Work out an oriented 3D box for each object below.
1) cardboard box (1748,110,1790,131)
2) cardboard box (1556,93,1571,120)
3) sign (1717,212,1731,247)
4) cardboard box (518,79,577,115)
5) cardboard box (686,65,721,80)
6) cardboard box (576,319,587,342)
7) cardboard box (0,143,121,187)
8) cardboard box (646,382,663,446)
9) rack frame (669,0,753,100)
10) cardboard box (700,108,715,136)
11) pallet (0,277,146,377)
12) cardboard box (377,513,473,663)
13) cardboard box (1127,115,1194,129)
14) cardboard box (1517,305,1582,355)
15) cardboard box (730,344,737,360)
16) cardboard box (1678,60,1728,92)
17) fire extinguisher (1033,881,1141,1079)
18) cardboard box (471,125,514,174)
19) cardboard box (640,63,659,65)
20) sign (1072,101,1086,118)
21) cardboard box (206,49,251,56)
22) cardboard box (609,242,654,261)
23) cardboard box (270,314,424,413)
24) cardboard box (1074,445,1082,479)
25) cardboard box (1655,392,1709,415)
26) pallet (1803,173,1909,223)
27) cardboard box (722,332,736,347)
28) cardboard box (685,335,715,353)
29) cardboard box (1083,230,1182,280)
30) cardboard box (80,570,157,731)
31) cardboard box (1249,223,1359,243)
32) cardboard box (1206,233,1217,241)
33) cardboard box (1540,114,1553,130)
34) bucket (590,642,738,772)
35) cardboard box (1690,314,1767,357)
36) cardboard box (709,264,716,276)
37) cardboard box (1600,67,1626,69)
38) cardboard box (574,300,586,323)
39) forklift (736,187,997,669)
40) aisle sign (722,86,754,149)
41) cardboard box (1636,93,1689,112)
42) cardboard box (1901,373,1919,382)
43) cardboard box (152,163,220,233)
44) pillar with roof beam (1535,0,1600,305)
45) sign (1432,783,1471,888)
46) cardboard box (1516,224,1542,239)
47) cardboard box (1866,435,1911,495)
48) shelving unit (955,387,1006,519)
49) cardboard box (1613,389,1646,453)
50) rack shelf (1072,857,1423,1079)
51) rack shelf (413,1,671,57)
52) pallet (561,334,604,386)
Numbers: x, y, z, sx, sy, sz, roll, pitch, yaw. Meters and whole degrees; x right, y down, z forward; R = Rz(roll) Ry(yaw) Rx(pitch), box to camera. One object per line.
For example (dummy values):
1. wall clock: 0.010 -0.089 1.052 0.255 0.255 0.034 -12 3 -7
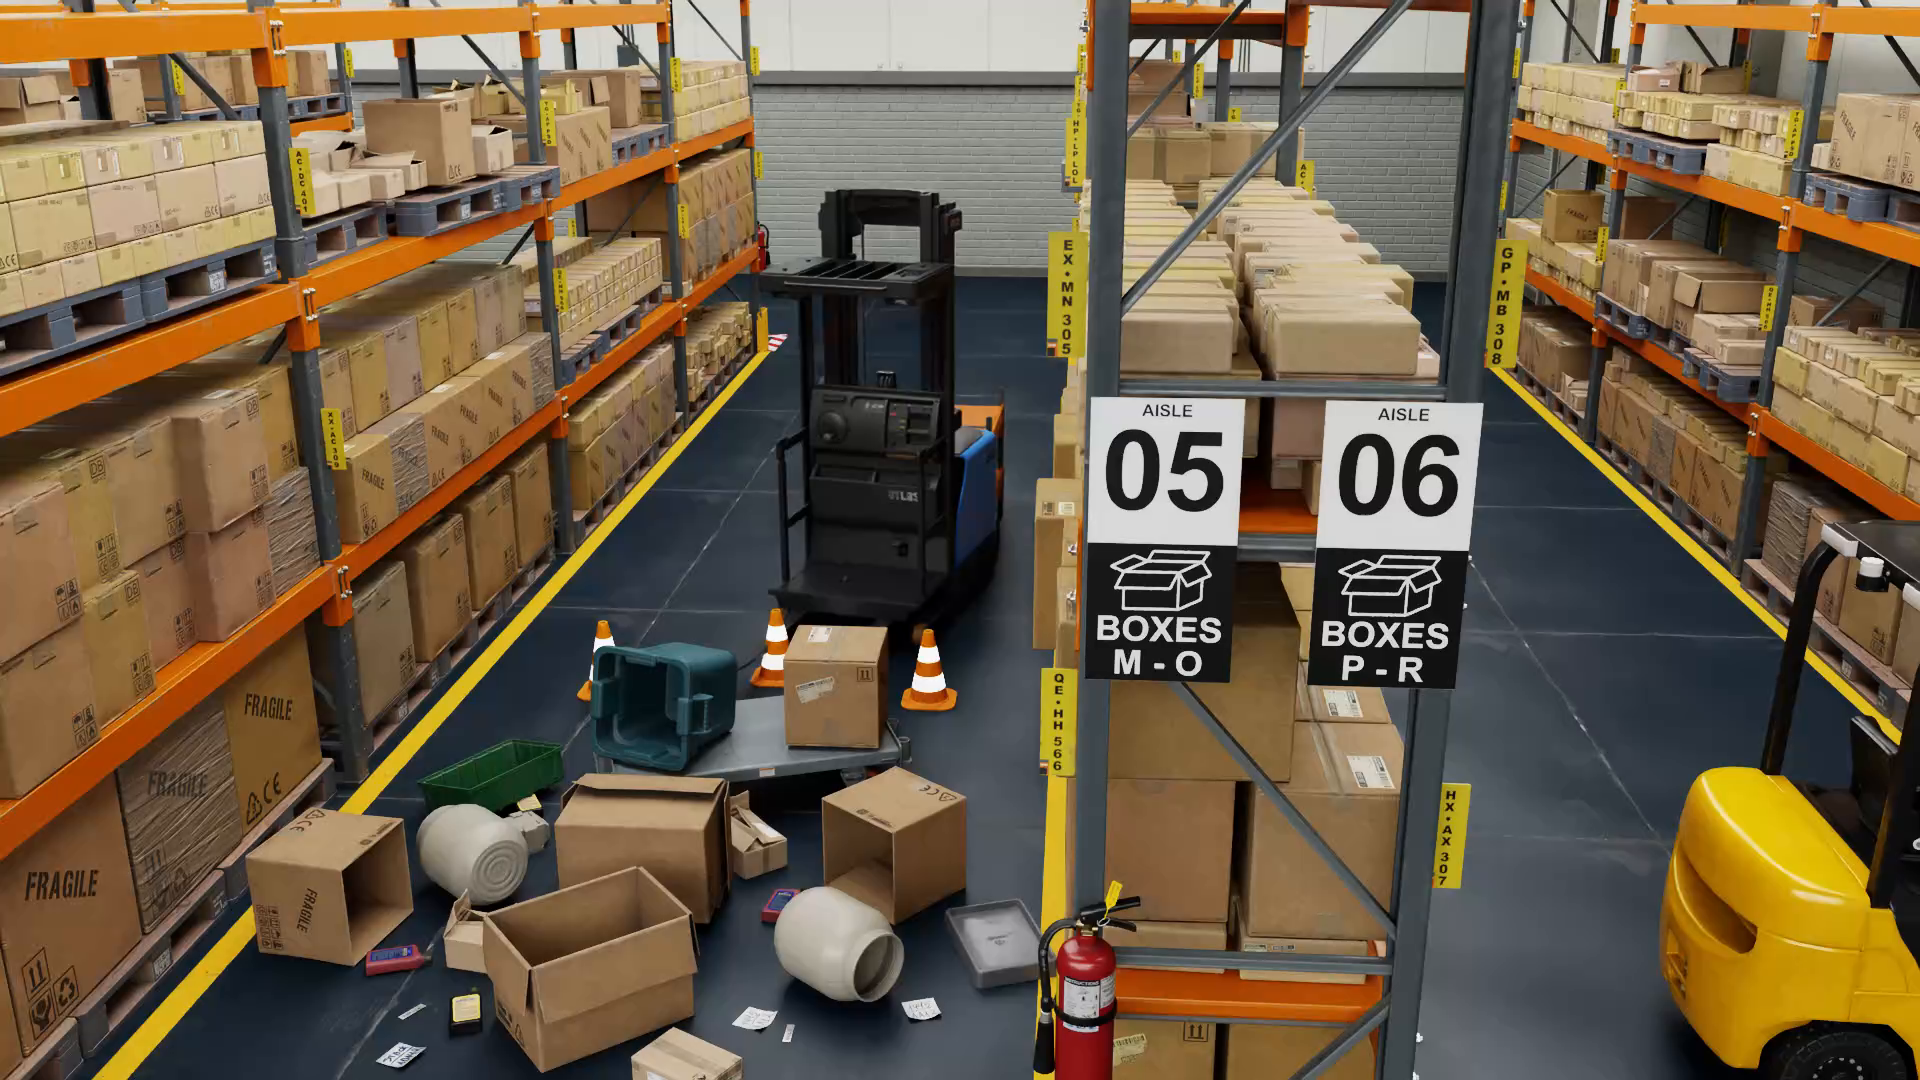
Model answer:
1. cardboard box: 6.236 -3.182 12.624 0.380 0.149 0.250 1 18 3
2. cardboard box: 6.544 -4.513 17.325 0.500 0.250 0.500 1 18 3
3. sign: 7.194 -2.924 15.671 0.100 0.325 0.005 1 18 4
4. cardboard box: -3.201 -3.448 12.921 0.396 0.266 0.258 1 18 4
5. cardboard box: -2.823 -5.091 18.122 0.380 0.149 0.250 2 18 5
6. cardboard box: -3.271 -1.713 13.564 0.380 0.149 0.250 2 18 7
7. cardboard box: -3.628 -1.509 6.681 0.380 0.149 0.250 1 18 3
8. cardboard box: -3.094 -1.191 15.580 0.500 0.500 0.500 1 18 3
9. rack frame: -2.969 -6.667 19.319 1.000 3.000 0.127 1 18 4
10. cardboard box: -2.875 -4.383 17.406 0.500 0.250 0.500 2 18 6
11. pallet: -3.988 -0.841 6.497 1.003 0.211 1.213 1 18 4
12. cardboard box: -3.801 0.286 10.672 1.050 0.750 0.750 1 18 4
13. cardboard box: 1.081 -2.302 9.577 0.500 0.250 0.500 2 18 5
14. cardboard box: 6.789 -2.453 19.427 0.797 0.503 0.637 1 18 2
15. cardboard box: -2.781 -2.173 19.142 0.380 0.149 0.250 0 18 1
16. cardboard box: 6.687 -4.180 14.971 0.396 0.266 0.258 1 18 3
17. fire extinguisher: 0.361 1.294 4.781 0.296 0.674 0.183 1 18 4
18. cardboard box: -3.318 -2.631 11.125 0.500 0.311 0.500 1 18 4
19. cardboard box: -3.366 -5.265 18.655 0.380 0.149 0.250 2 18 5
20. sign: 0.849 -2.976 11.914 0.100 0.325 0.005 1 18 4
21. cardboard box: -8.064 -5.408 18.092 0.500 0.250 0.500 1 18 2
22. cardboard box: -3.108 -2.724 15.694 0.380 0.149 0.250 1 18 2
23. cardboard box: -3.728 -1.083 10.145 0.700 0.500 0.500 1 18 4
24. cardboard box: 0.800 -0.065 6.560 0.700 0.500 0.500 1 18 4
25. cardboard box: 6.318 -1.193 14.544 0.380 0.149 0.250 2 18 6
26. pallet: 6.394 -2.266 11.007 1.213 0.211 1.003 2 18 6
27. cardboard box: -2.782 -2.310 19.081 0.380 0.149 0.250 2 18 5
28. cardboard box: -2.881 -2.127 18.044 0.380 0.149 0.250 2 18 5
29. cardboard box: 0.635 -1.042 6.090 0.380 0.149 0.250 2 18 5
30. cardboard box: -3.955 0.457 6.969 0.875 0.550 0.500 1 18 4
31. cardboard box: 1.295 -1.108 6.294 0.380 0.149 0.250 2 18 5
32. cardboard box: 1.317 -1.206 7.231 0.500 0.250 0.500 1 18 3
33. cardboard box: 6.512 -4.522 17.992 0.380 0.149 0.250 1 18 4
34. bucket: -1.539 0.838 8.866 0.726 0.611 0.620 8 10 23
35. cardboard box: 6.106 -1.606 13.074 0.500 0.250 0.500 0 18 1
36. cardboard box: -2.863 -2.945 17.998 0.380 0.149 0.250 2 18 6
37. cardboard box: 7.109 -4.895 17.686 0.500 0.250 0.500 1 18 4
38. cardboard box: -3.274 -1.866 13.552 0.380 0.149 0.250 1 18 2
39. forklift: -0.647 -0.809 11.185 1.130 2.935 3.031 6 19 17
40. aisle sign: -2.664 -5.068 19.897 0.394 0.787 0.004 1 18 4
41. cardboard box: 6.173 -3.835 14.582 0.380 0.149 0.250 1 18 3
42. cardboard box: 6.033 -0.922 10.218 0.380 0.149 0.250 1 18 4
43. cardboard box: -3.645 -1.516 7.344 0.500 0.250 0.500 1 18 4
44. pillar with roof beam: 3.725 -7.392 21.530 9.100 9.000 0.400 1 18 4
45. sign: 1.370 0.833 4.674 0.100 0.325 0.005 1 18 4
46. cardboard box: 6.590 -3.406 18.764 0.500 0.250 0.500 1 18 5
47. cardboard box: 5.968 -0.462 10.257 0.500 0.250 0.500 2 18 6
48. shelving unit: 0.053 -0.565 13.342 0.538 1.125 1.048 2 18 6
49. cardboard box: 6.353 -1.086 15.261 0.500 0.500 0.500 1 18 3
50. rack shelf: 0.972 0.953 6.853 1.077 0.370 4.000 1 18 4
51. rack shelf: -3.399 -4.272 13.806 1.077 0.370 4.000 1 18 4
52. pallet: -3.597 -1.464 13.383 1.213 0.211 1.003 1 18 4
